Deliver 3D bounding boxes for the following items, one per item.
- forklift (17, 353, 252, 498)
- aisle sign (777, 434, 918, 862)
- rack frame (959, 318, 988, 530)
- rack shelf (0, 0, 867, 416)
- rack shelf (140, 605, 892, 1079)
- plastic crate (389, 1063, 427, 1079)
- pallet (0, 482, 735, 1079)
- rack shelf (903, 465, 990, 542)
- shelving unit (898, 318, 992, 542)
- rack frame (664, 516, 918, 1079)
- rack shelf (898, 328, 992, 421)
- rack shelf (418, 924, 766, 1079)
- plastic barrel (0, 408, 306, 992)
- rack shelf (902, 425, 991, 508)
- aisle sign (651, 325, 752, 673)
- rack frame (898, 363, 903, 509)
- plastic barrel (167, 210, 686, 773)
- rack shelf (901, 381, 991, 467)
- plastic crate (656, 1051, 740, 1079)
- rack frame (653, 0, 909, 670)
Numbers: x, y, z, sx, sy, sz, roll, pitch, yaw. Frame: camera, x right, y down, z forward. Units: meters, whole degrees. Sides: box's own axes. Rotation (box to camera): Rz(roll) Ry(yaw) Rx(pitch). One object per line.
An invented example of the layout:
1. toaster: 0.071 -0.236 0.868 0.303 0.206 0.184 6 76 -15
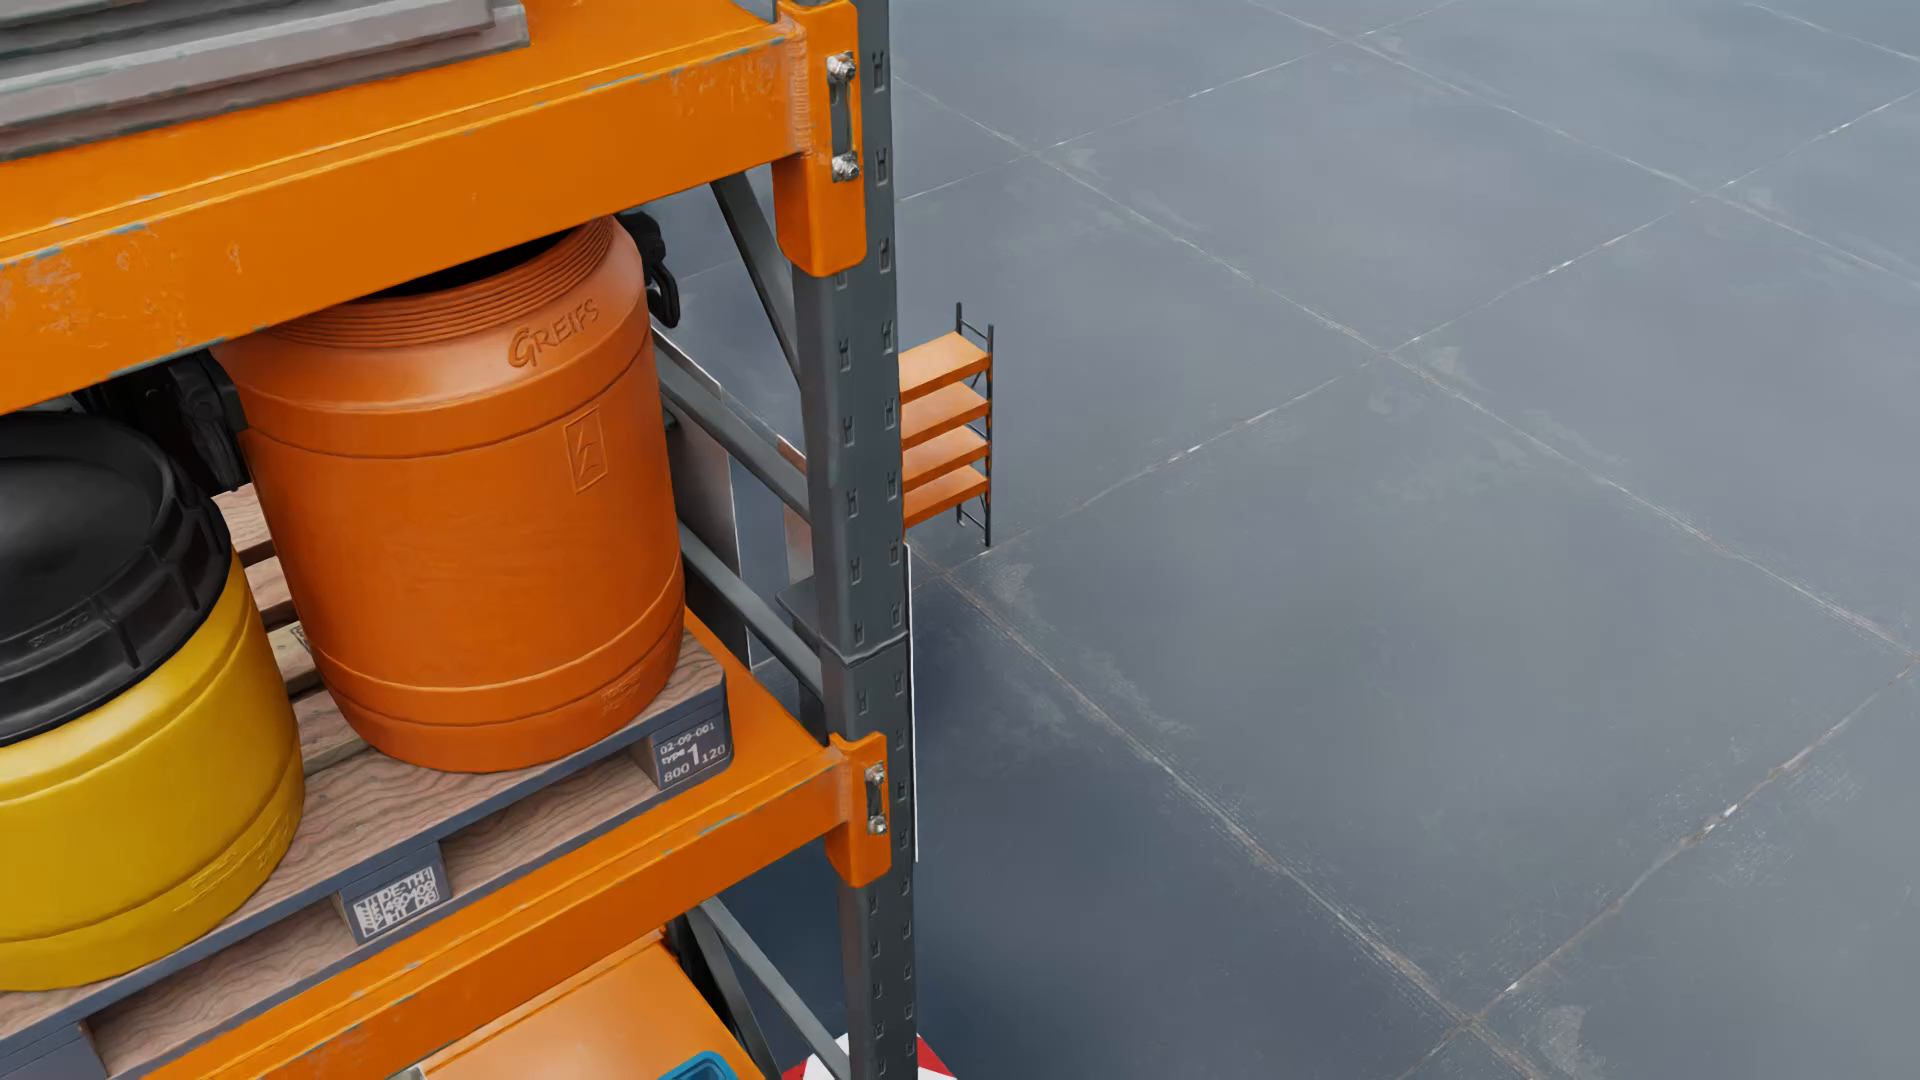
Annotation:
1. forklift: -9.519 -3.317 9.482 5.417 2.935 18.928 -29 48 -31
2. aisle sign: -0.203 0.216 3.071 0.004 0.787 0.394 -26 46 -28
3. rack frame: 0.062 -0.495 7.407 0.006 1.046 0.228 -26 46 -28
4. rack shelf: -2.027 -0.014 1.554 4.000 0.370 1.077 -26 46 -28
5. rack shelf: -2.027 0.991 2.379 4.000 0.370 1.077 -26 46 -28
6. plastic crate: -1.346 1.386 3.903 0.250 0.136 0.298 -26 46 -28
7. pallet: -1.156 0.284 2.823 1.213 0.211 1.003 -26 46 -28
8. rack shelf: -0.131 -0.194 7.460 0.480 0.148 0.258 -26 46 -28
9. shelving unit: -0.133 -0.399 7.290 0.499 1.200 0.258 -26 46 -28
10. rack frame: -0.441 1.100 4.044 0.127 3.000 1.000 -26 46 -28
11. rack shelf: -0.131 -0.704 7.042 0.480 0.148 0.258 -26 46 -28
12. rack shelf: -2.027 2.151 3.330 4.000 0.370 1.077 -26 46 -28
13. plastic barrel: -1.267 0.210 2.285 0.600 0.588 0.600 0 39 0
14. rack shelf: -0.131 -0.348 7.334 0.480 0.148 0.258 -26 46 -28
15. aisle sign: -0.562 -0.080 3.433 0.004 0.787 0.394 -26 46 -28
16. rack frame: -0.325 -0.306 7.177 0.015 1.200 0.240 -26 46 -28
17. plastic barrel: -0.749 -0.136 2.517 0.708 0.830 0.600 -26 46 -28
18. rack shelf: -0.131 -0.521 7.192 0.480 0.148 0.258 -26 46 -28
19. plastic crate: -0.655 1.501 3.672 0.616 0.251 0.499 -26 46 -28
20. rack frame: -0.441 -1.219 2.141 0.127 3.000 1.000 -26 46 -28
